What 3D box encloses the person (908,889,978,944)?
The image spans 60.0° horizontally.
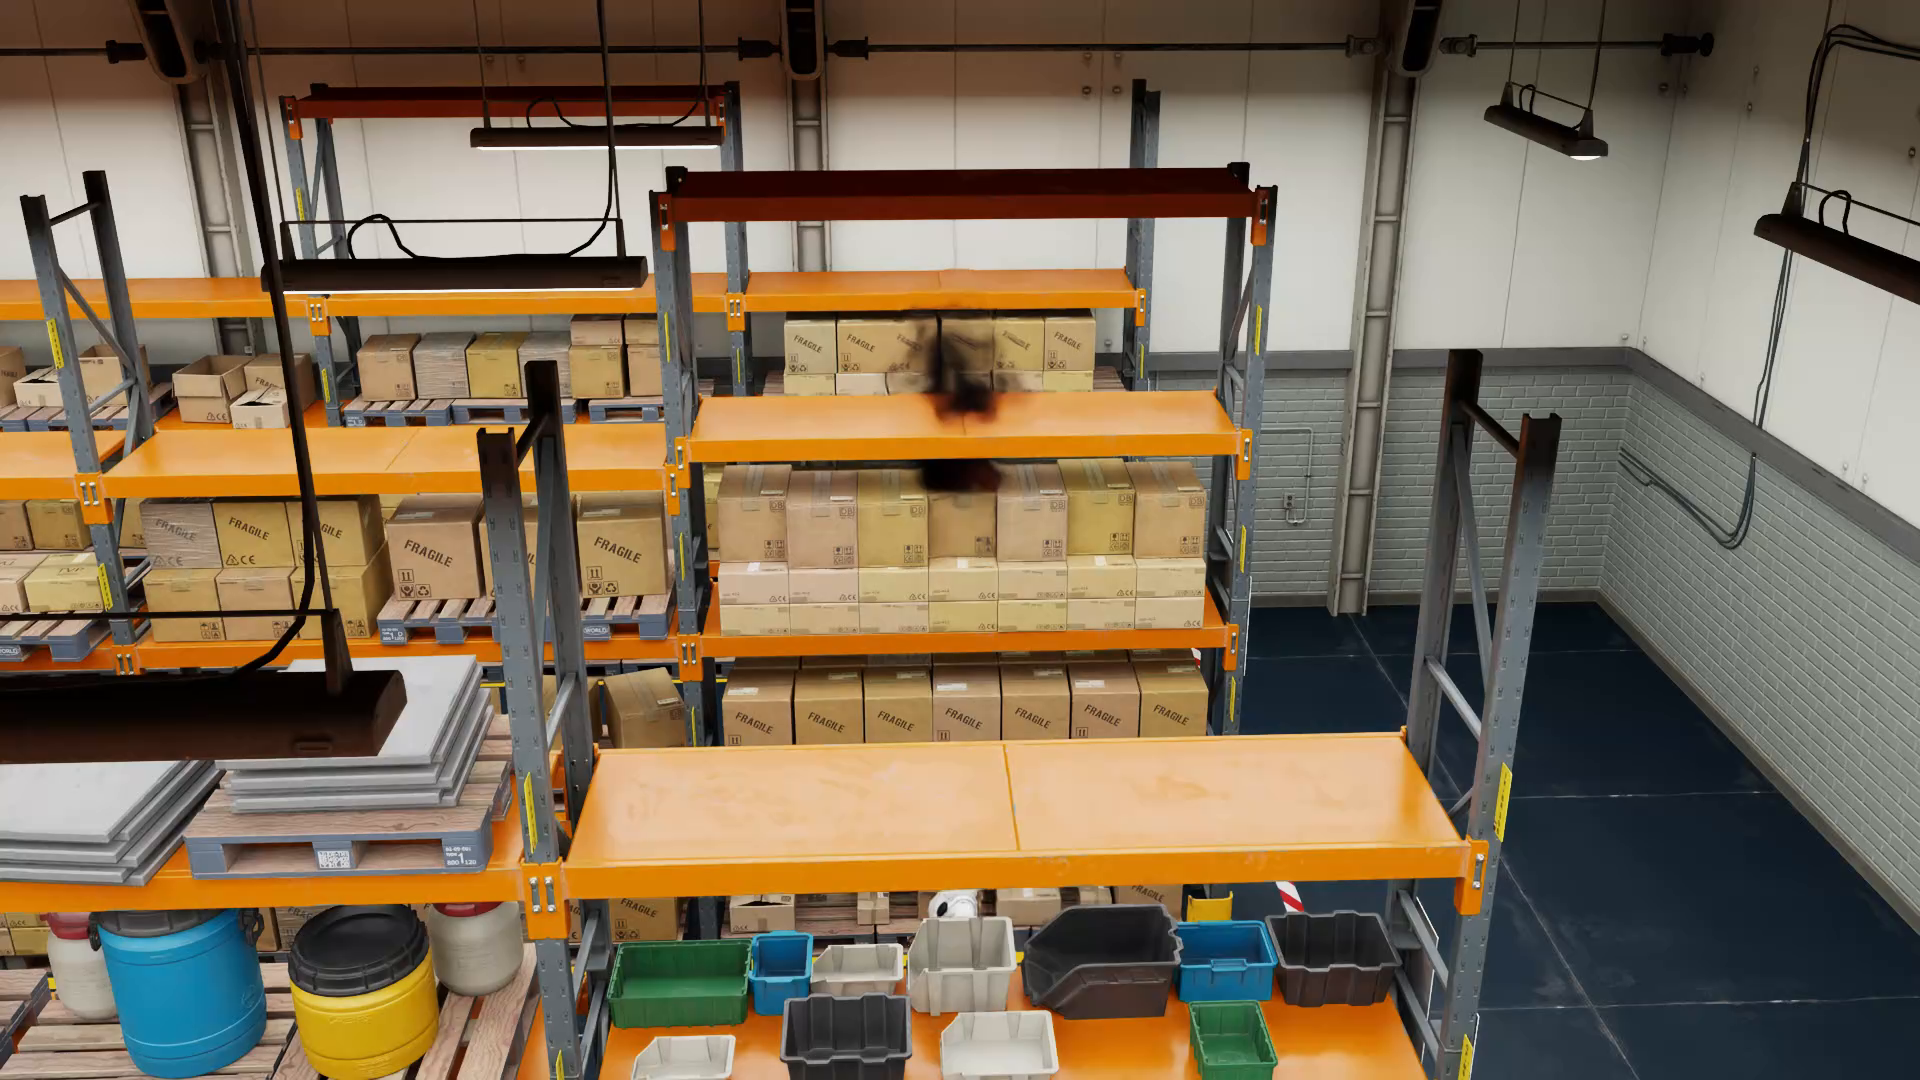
[{"bbox_3d":[-0.044,2.837,11.328,0.789,1.689,0.589,-4,23,-11],"label":"person"}]
